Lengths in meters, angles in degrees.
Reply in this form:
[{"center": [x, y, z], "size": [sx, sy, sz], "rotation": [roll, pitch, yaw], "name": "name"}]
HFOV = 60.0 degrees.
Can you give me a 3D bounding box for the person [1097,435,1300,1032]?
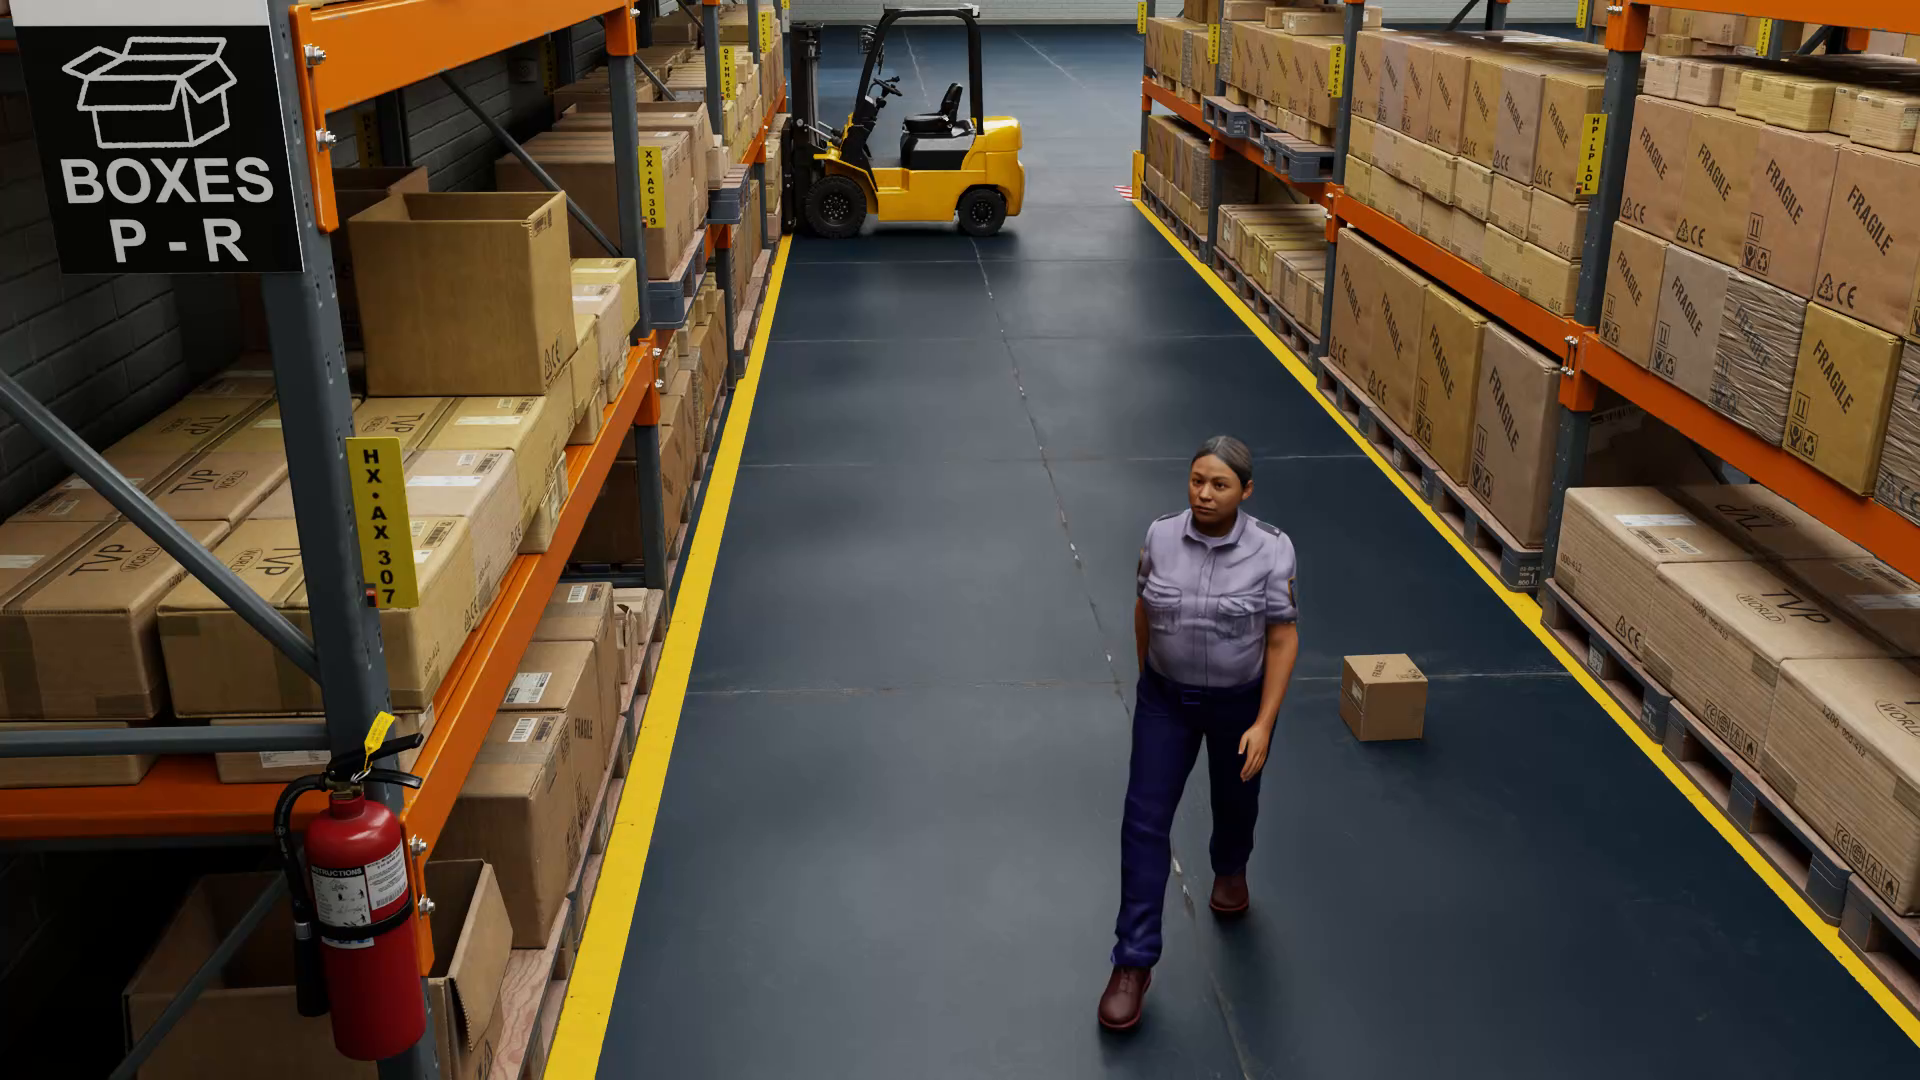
[{"center": [0.697, 0.491, 4.746], "size": [0.495, 1.595, 0.972], "rotation": [7, 22, 17], "name": "person"}]
